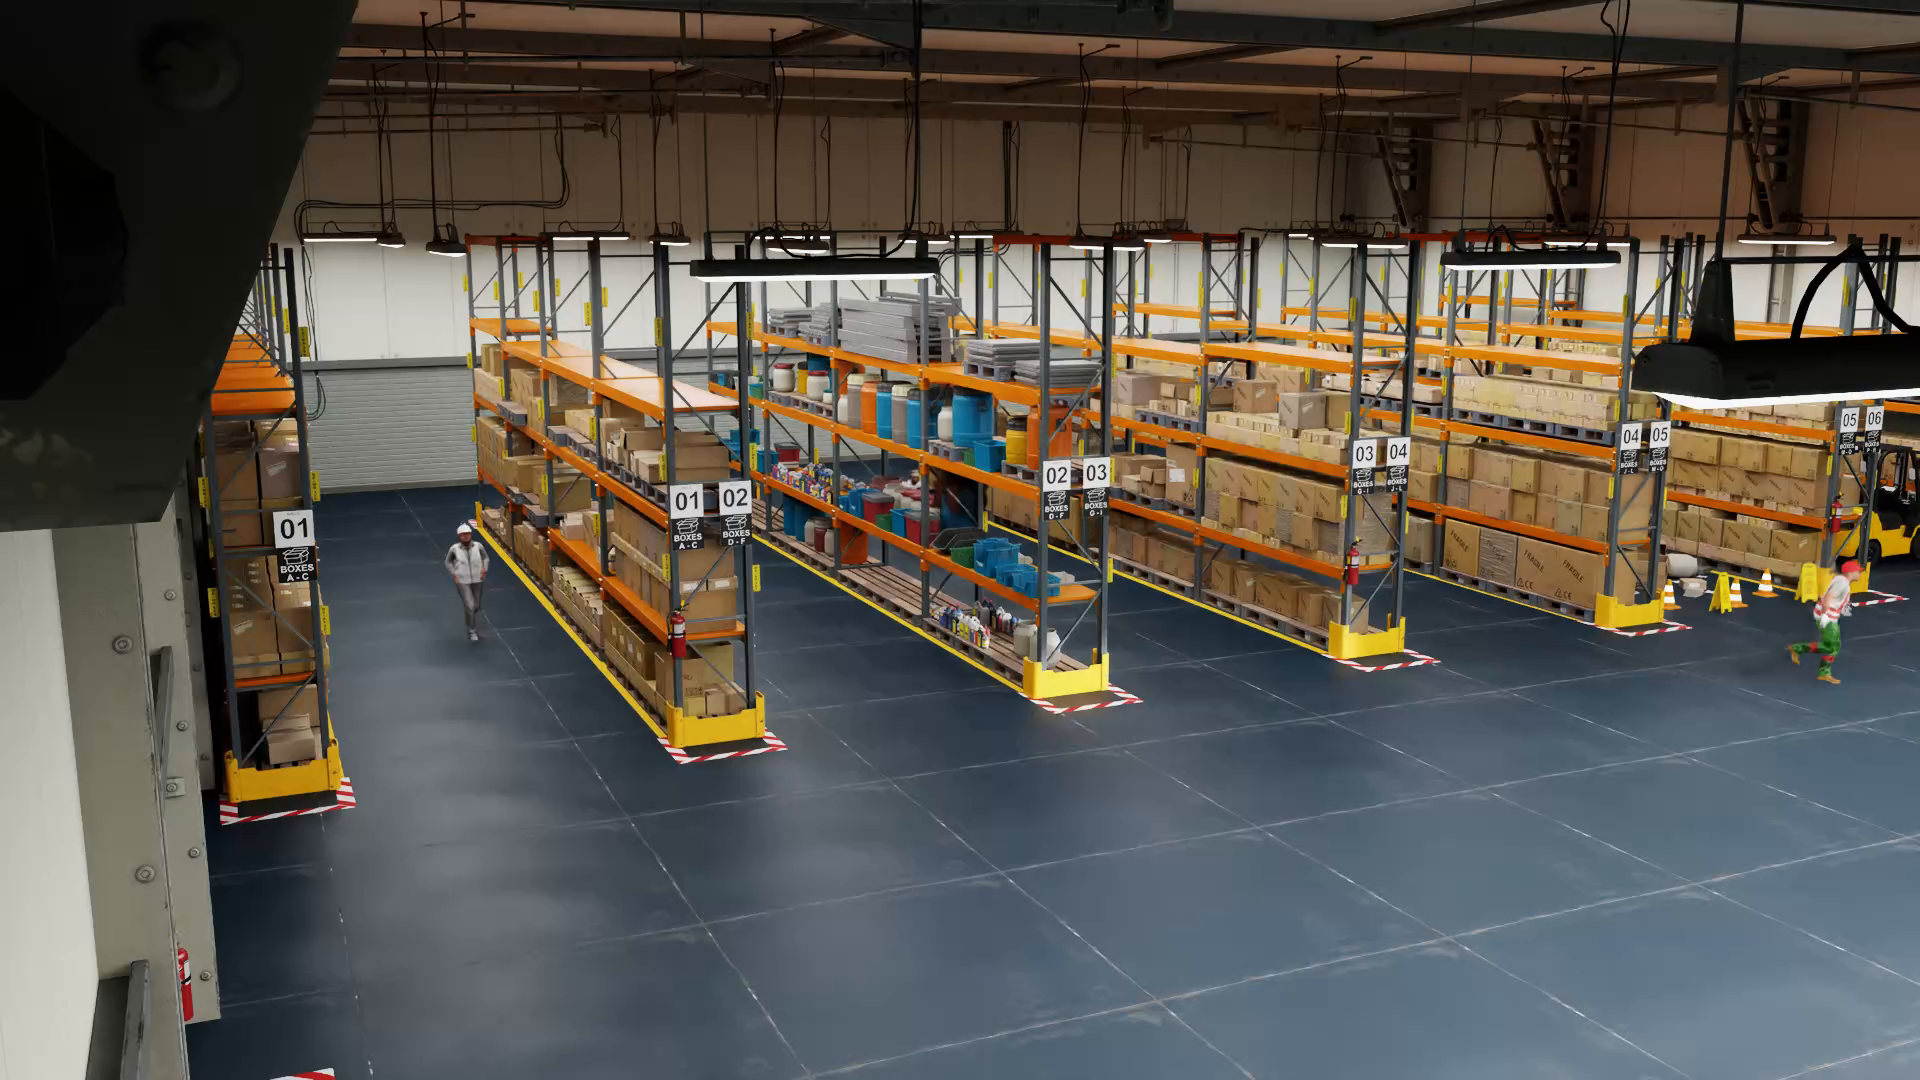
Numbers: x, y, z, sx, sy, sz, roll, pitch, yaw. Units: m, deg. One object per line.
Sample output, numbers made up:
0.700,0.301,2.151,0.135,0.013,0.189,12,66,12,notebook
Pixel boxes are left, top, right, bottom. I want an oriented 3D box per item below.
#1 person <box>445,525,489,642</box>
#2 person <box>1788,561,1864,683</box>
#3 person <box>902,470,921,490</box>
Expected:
-7.508,0.621,25.368,0.660,1.785,0.765,-6,13,-29,person
11.959,1.113,23.005,0.846,1.717,0.655,4,12,19,person
-0.950,-0.591,32.055,0.563,1.618,0.698,-5,12,-26,person
